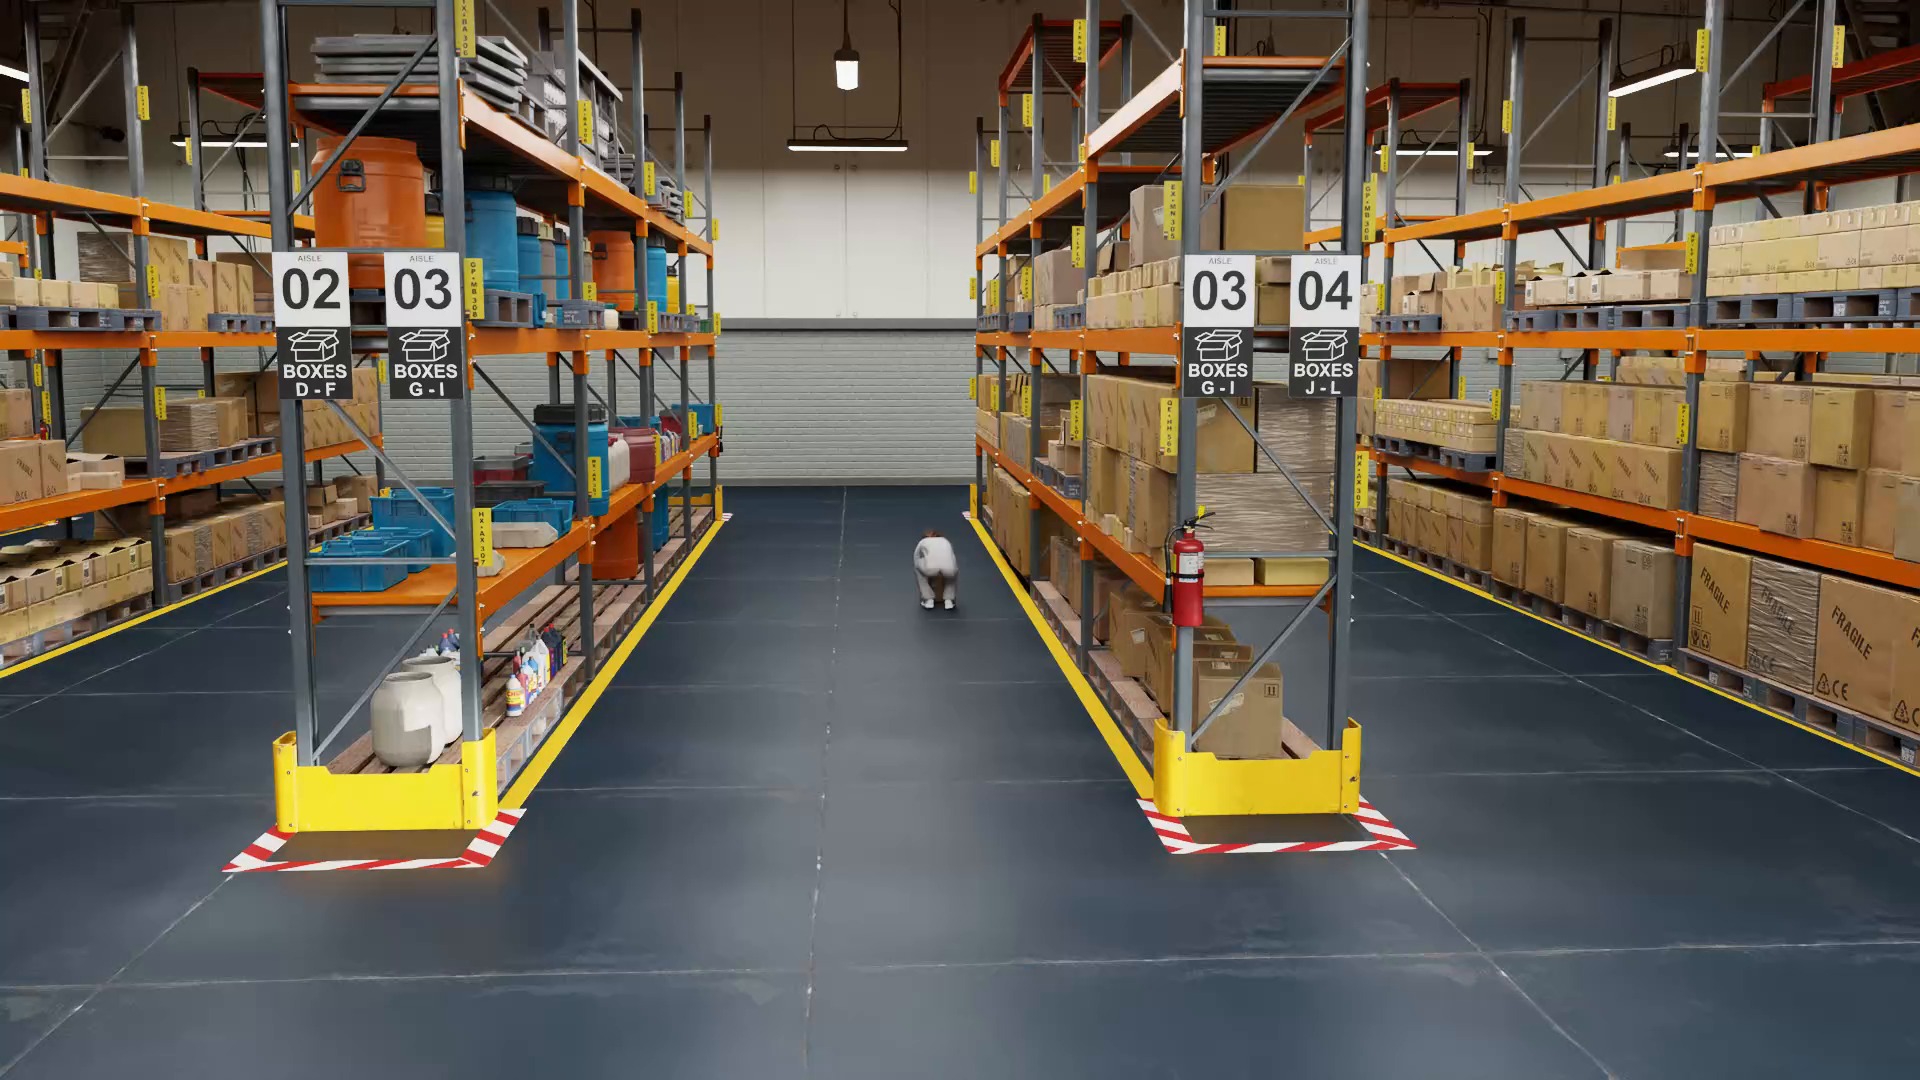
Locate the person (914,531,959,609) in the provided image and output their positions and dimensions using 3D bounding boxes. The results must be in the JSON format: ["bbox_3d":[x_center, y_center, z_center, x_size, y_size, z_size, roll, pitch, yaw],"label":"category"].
[{"bbox_3d":[-0.242,0.318,17.140,0.455,0.791,0.848,-1,7,-5],"label":"person"}]
